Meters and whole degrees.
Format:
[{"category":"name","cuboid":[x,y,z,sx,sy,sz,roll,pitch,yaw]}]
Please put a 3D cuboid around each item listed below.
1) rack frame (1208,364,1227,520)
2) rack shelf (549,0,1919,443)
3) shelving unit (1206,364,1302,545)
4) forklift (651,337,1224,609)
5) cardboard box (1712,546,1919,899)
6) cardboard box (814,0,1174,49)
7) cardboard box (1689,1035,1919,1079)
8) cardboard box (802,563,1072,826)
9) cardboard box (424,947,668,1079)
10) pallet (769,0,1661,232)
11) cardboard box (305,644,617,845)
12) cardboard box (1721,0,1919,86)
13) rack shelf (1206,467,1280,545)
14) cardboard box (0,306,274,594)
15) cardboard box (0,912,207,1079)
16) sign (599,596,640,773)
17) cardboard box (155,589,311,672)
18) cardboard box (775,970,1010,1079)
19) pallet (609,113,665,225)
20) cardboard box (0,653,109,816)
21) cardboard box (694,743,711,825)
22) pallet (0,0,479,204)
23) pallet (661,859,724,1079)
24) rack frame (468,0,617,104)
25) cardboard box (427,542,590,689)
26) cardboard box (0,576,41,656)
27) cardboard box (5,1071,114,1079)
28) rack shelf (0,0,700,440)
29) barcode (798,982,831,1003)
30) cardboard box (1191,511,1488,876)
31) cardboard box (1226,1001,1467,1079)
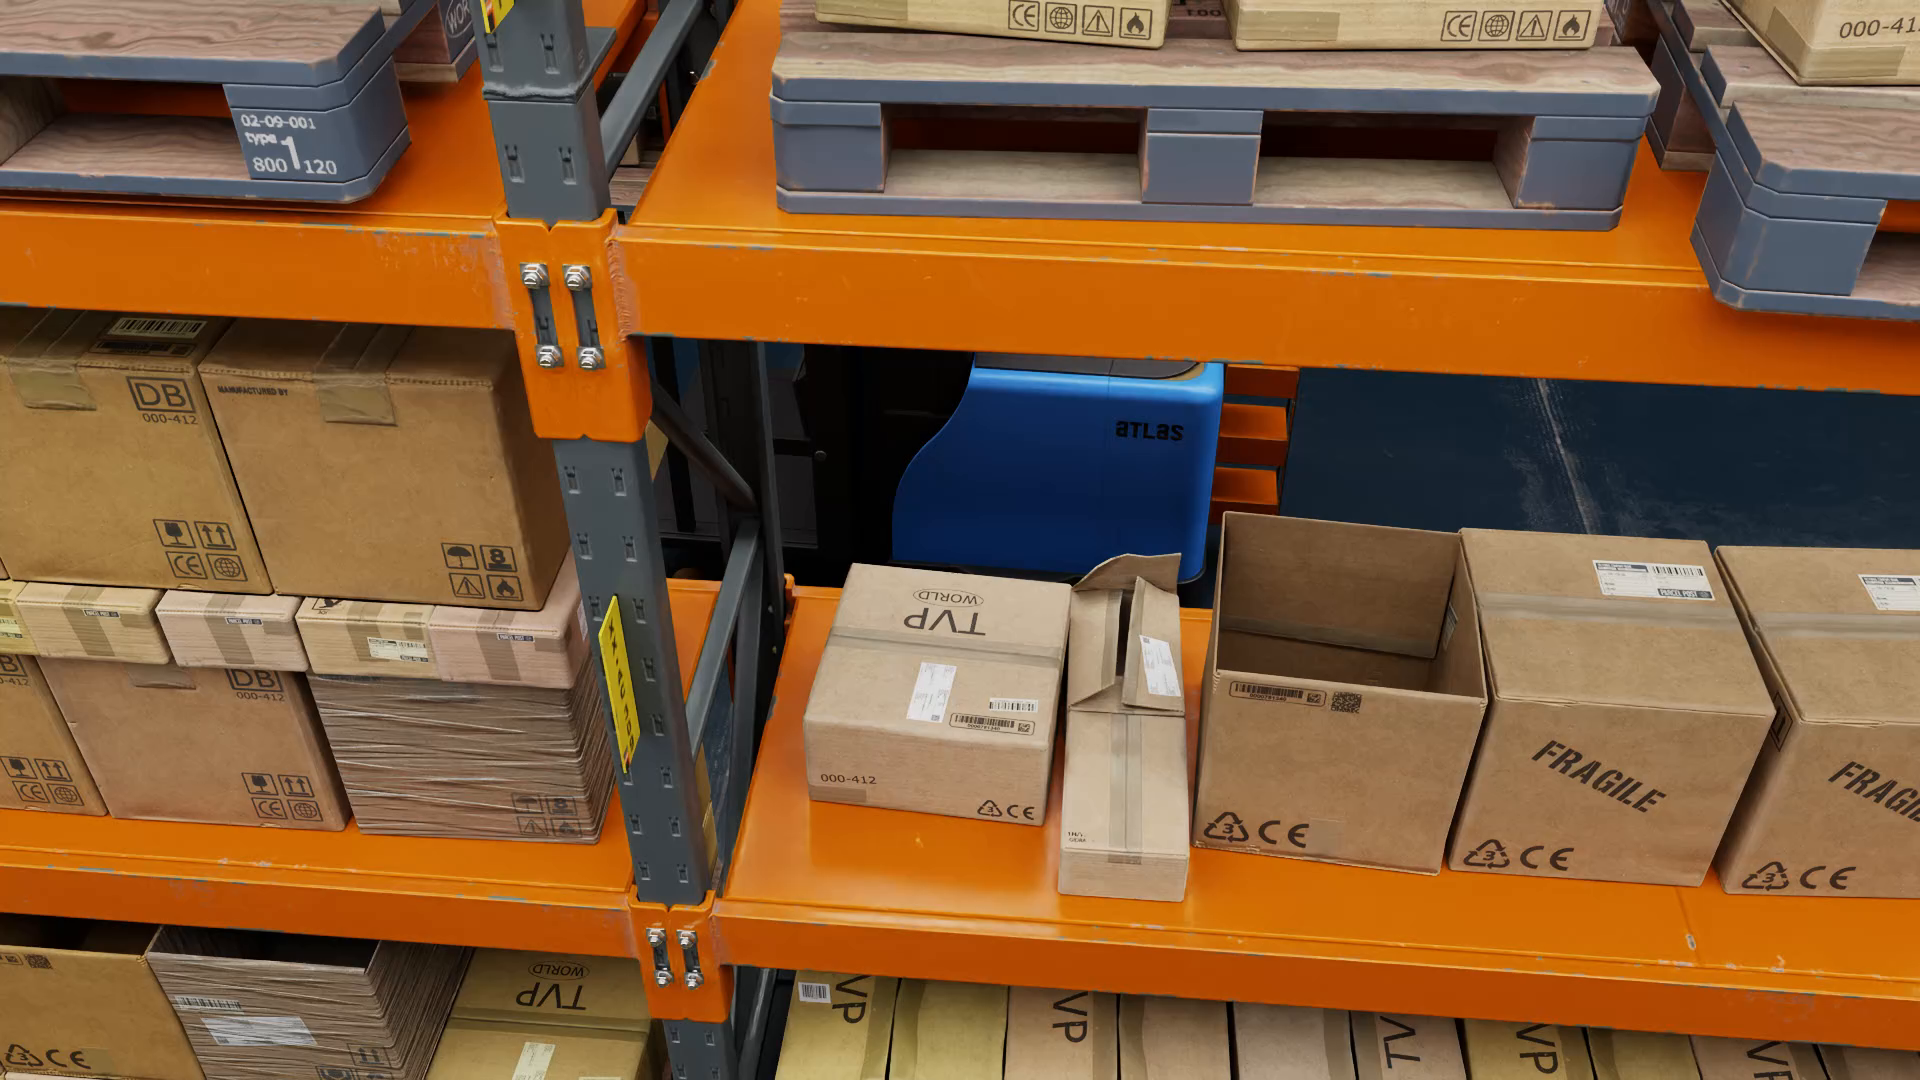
[{"category":"rack frame","cuboid":[0.895,-0.342,5.838,0.008,1.050,0.200,4,39,5]},{"category":"rack shelf","cuboid":[1.463,-0.510,2.694,4.000,0.370,1.077,3,39,4]},{"category":"shelving unit","cuboid":[1.016,-0.332,5.827,0.252,1.050,0.215,4,39,5]},{"category":"forklift","cuboid":[-0.618,-1.184,5.383,3.031,2.935,1.130,4,39,5]},{"category":"cardboard box","cuboid":[1.782,0.364,3.348,0.500,0.500,0.500,1,39,1]},{"category":"cardboard box","cuboid":[0.083,-0.963,2.467,0.500,0.250,0.500,7,40,8]},{"category":"cardboard box","cuboid":[1.891,1.243,3.749,0.500,0.311,0.500,3,39,4]},{"category":"cardboard box","cuboid":[-0.035,0.323,3.595,0.500,0.250,0.500,5,39,7]},{"category":"cardboard box","cuboid":[-1.010,1.281,4.145,0.500,0.250,0.500,3,39,4]},{"category":"pallet","cuboid":[0.350,-0.784,2.612,1.217,0.209,0.805,2,39,2]},{"category":"cardboard box","cuboid":[-0.972,0.207,3.541,0.500,0.500,0.700,2,39,3]},{"category":"cardboard box","cuboid":[1.370,-0.860,2.340,0.500,0.250,0.500,0,39,0]},{"category":"rack shelf","cuboid":[1.016,-0.109,6.009,0.240,0.259,0.215,4,39,5]},{"category":"cardboard box","cuboid":[-1.476,-0.323,3.164,0.500,0.500,0.700,3,39,4]},{"category":"cardboard box","cuboid":[-2.006,0.931,3.981,0.500,0.500,0.500,3,39,4]},{"category":"sign","cuboid":[-0.576,0.248,2.820,0.005,0.325,0.100,3,39,4]},{"category":"cardboard box","cuboid":[-1.326,0.068,3.197,0.250,0.149,0.380,2,39,3]},{"category":"cardboard box","cuboid":[-0.139,1.131,3.886,0.500,0.311,0.500,3,39,4]},{"category":"pallet","cuboid":[-1.997,-1.848,8.353,1.213,0.211,1.003,3,39,4]},{"category":"cardboard box","cuboid":[-1.998,0.152,3.607,0.500,0.500,0.700,4,39,5]},{"category":"cardboard box","cuboid":[-0.965,0.656,4.319,0.500,0.500,0.500,3,39,4]},{"category":"pallet","cuboid":[-1.382,-0.893,2.665,1.213,0.211,1.003,3,39,4]},{"category":"pallet","cuboid":[-1.318,1.278,4.513,1.213,0.211,1.003,3,39,4]},{"category":"rack frame","cuboid":[-0.530,-2.061,1.654,0.127,3.000,1.000,3,39,4]},{"category":"cardboard box","cuboid":[-0.819,0.095,3.164,0.250,0.149,0.380,3,39,4]},{"category":"cardboard box","cuboid":[-1.833,0.039,3.233,0.250,0.149,0.380,3,39,4]},{"category":"cardboard box","cuboid":[-2.007,1.230,4.208,0.500,0.250,0.500,3,39,4]},{"category":"rack shelf","cuboid":[-2.522,-0.727,2.961,4.000,0.370,1.077,3,39,4]},{"category":"barcode","cuboid":[-0.311,0.968,3.556,0.075,0.075,0.001,3,39,4]},{"category":"cardboard box","cuboid":[0.759,0.308,3.417,0.500,0.500,0.500,6,40,7]},{"category":"cardboard box","cuboid":[0.875,1.189,3.814,0.500,0.311,0.500,2,39,2]}]
